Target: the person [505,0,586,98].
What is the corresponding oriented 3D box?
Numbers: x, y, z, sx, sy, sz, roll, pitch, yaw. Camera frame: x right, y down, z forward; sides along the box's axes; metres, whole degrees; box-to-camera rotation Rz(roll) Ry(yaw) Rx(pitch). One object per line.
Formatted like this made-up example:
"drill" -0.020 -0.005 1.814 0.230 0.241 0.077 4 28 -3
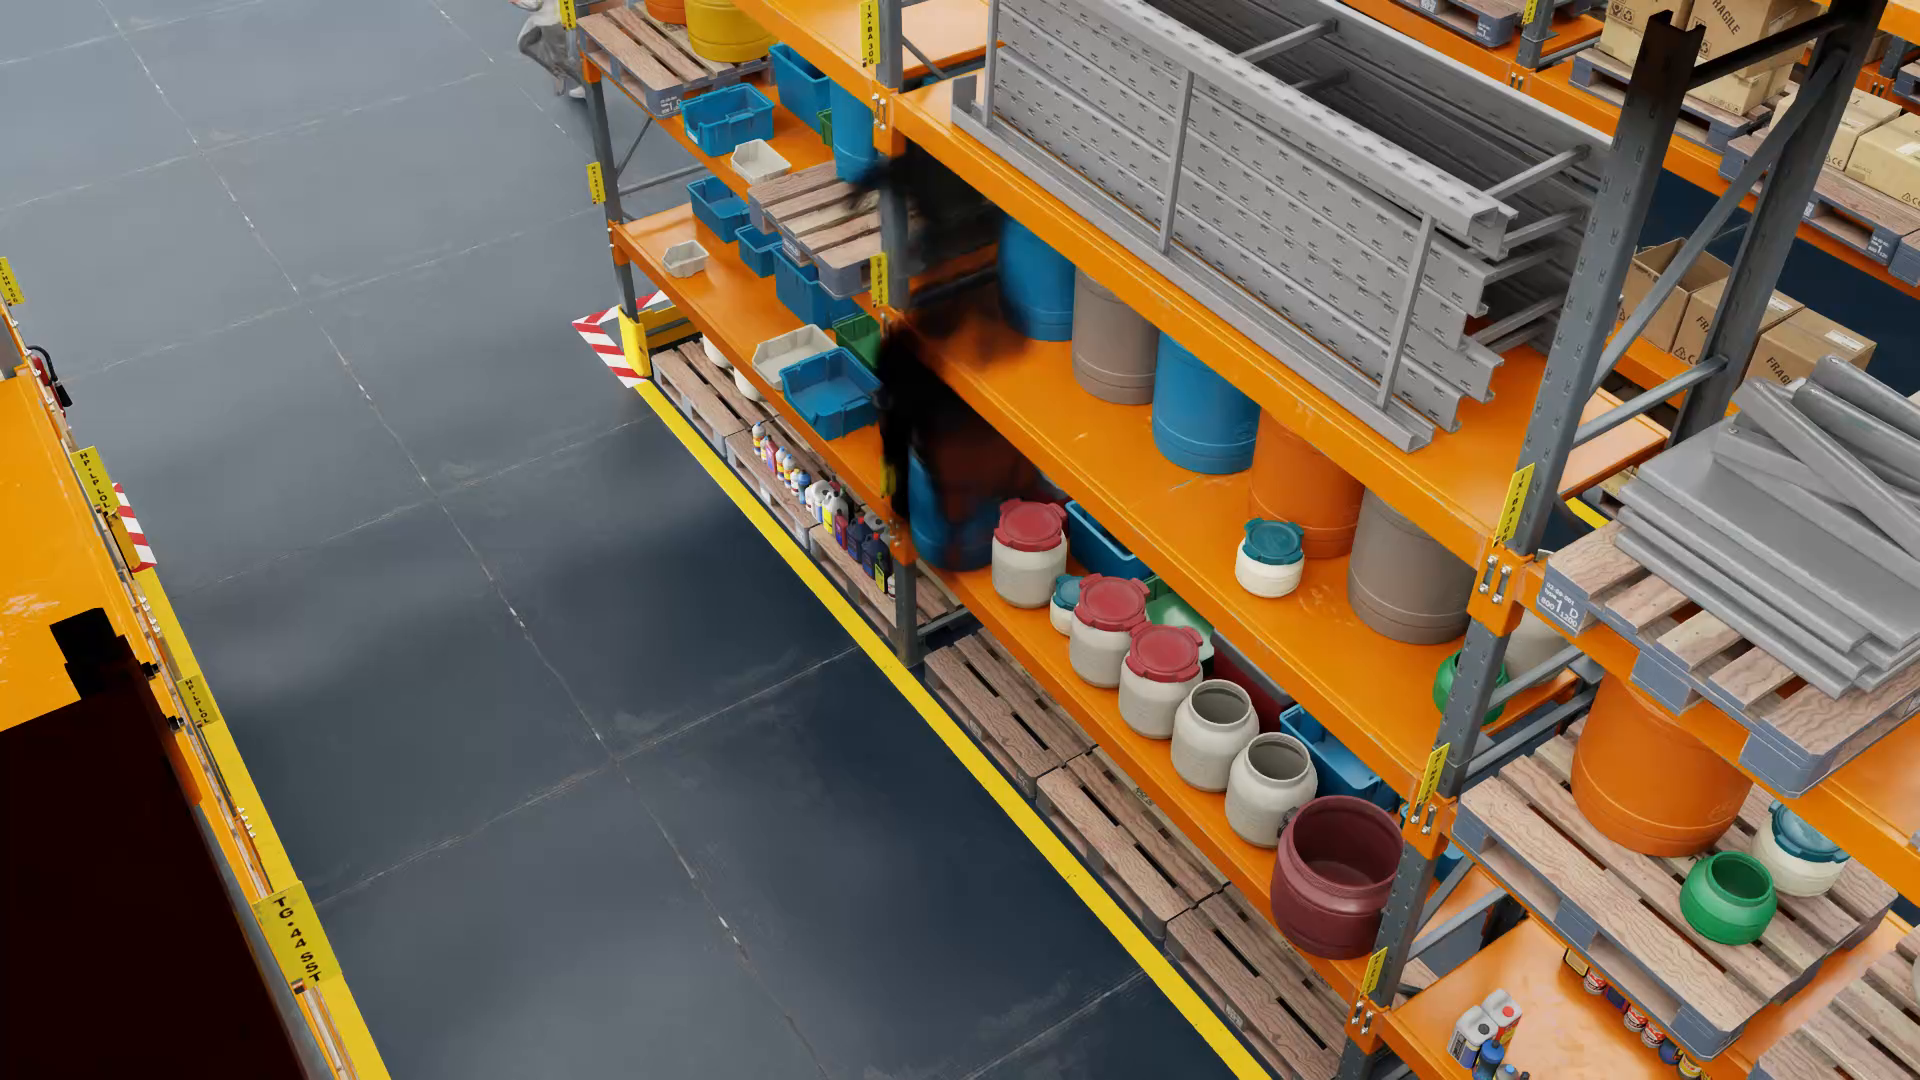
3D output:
"person" -3.966 -5.027 15.913 0.777 1.724 0.689 -8 43 -8
